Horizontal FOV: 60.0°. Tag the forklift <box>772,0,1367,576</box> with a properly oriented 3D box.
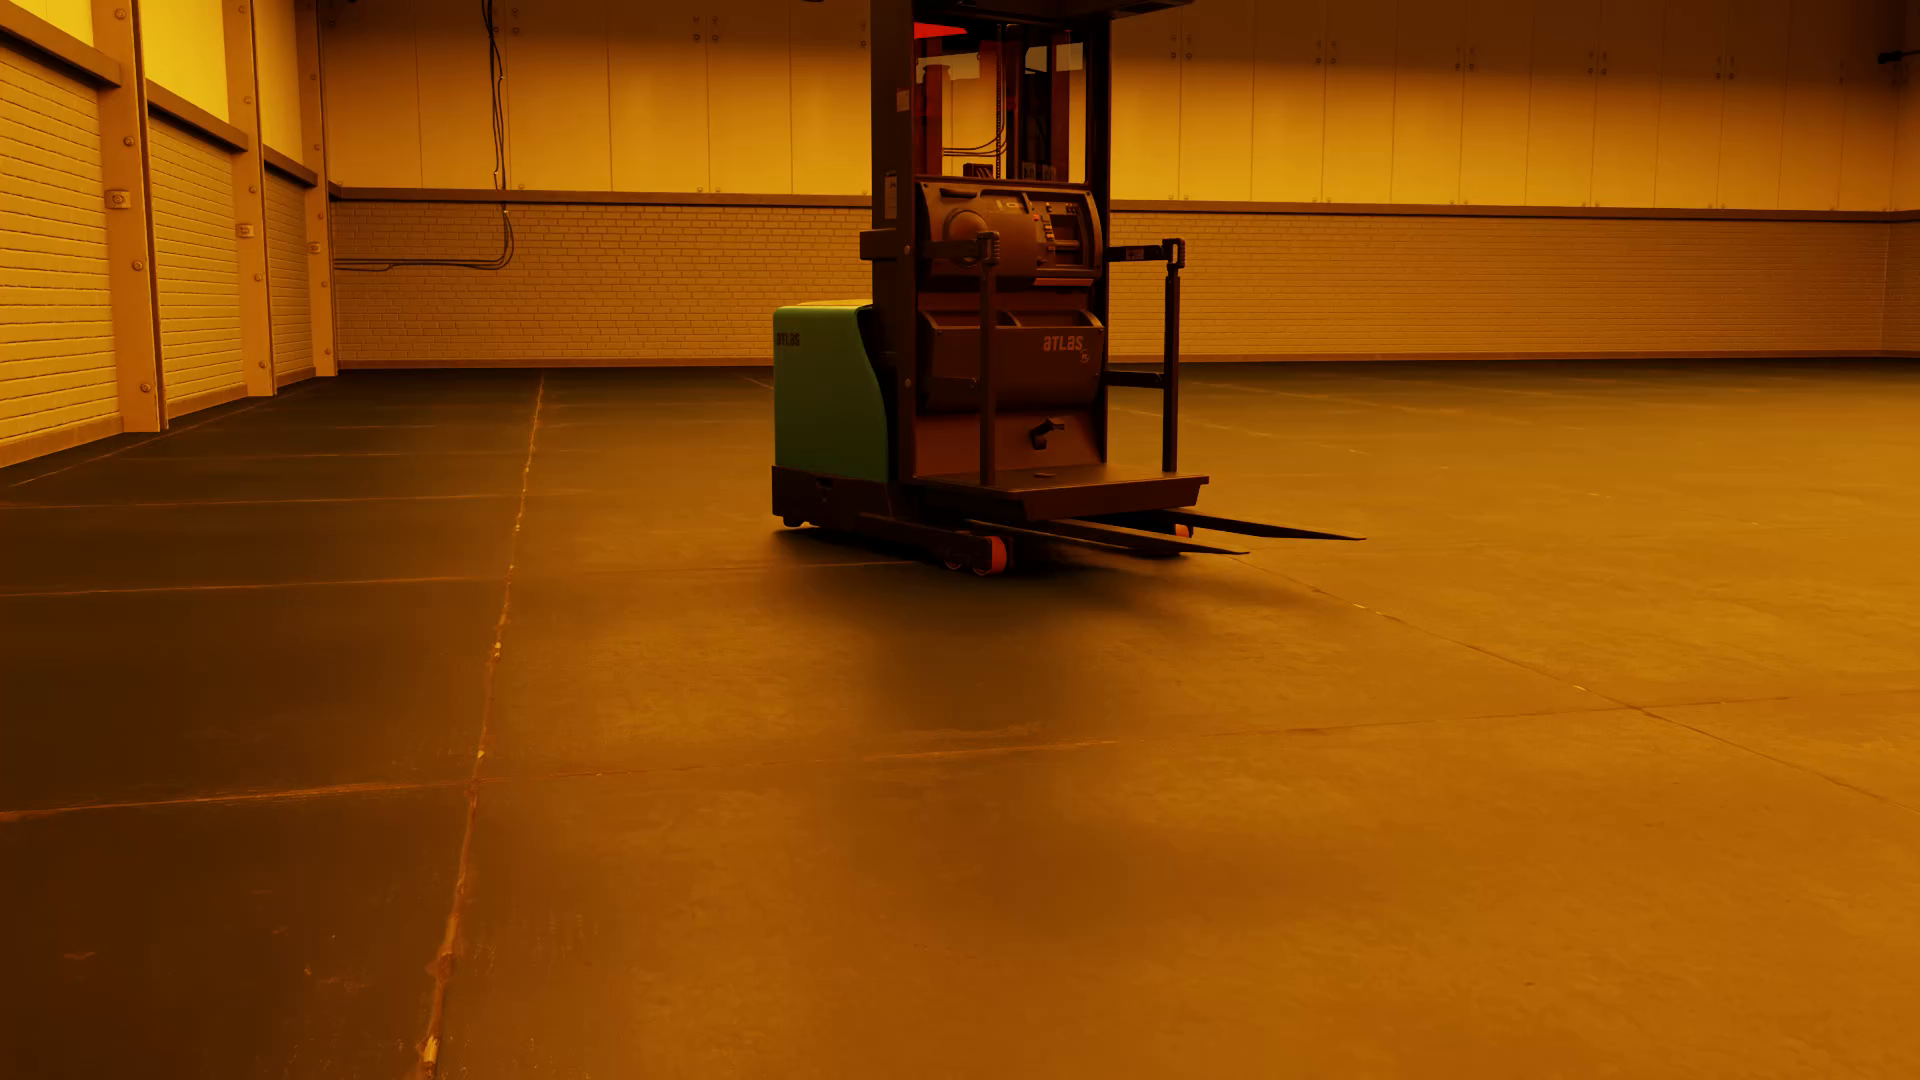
[{"bbox_3d":[0.355,-1.383,7.015,1.130,2.935,3.031,-6,10,-35],"label":"forklift"}]
